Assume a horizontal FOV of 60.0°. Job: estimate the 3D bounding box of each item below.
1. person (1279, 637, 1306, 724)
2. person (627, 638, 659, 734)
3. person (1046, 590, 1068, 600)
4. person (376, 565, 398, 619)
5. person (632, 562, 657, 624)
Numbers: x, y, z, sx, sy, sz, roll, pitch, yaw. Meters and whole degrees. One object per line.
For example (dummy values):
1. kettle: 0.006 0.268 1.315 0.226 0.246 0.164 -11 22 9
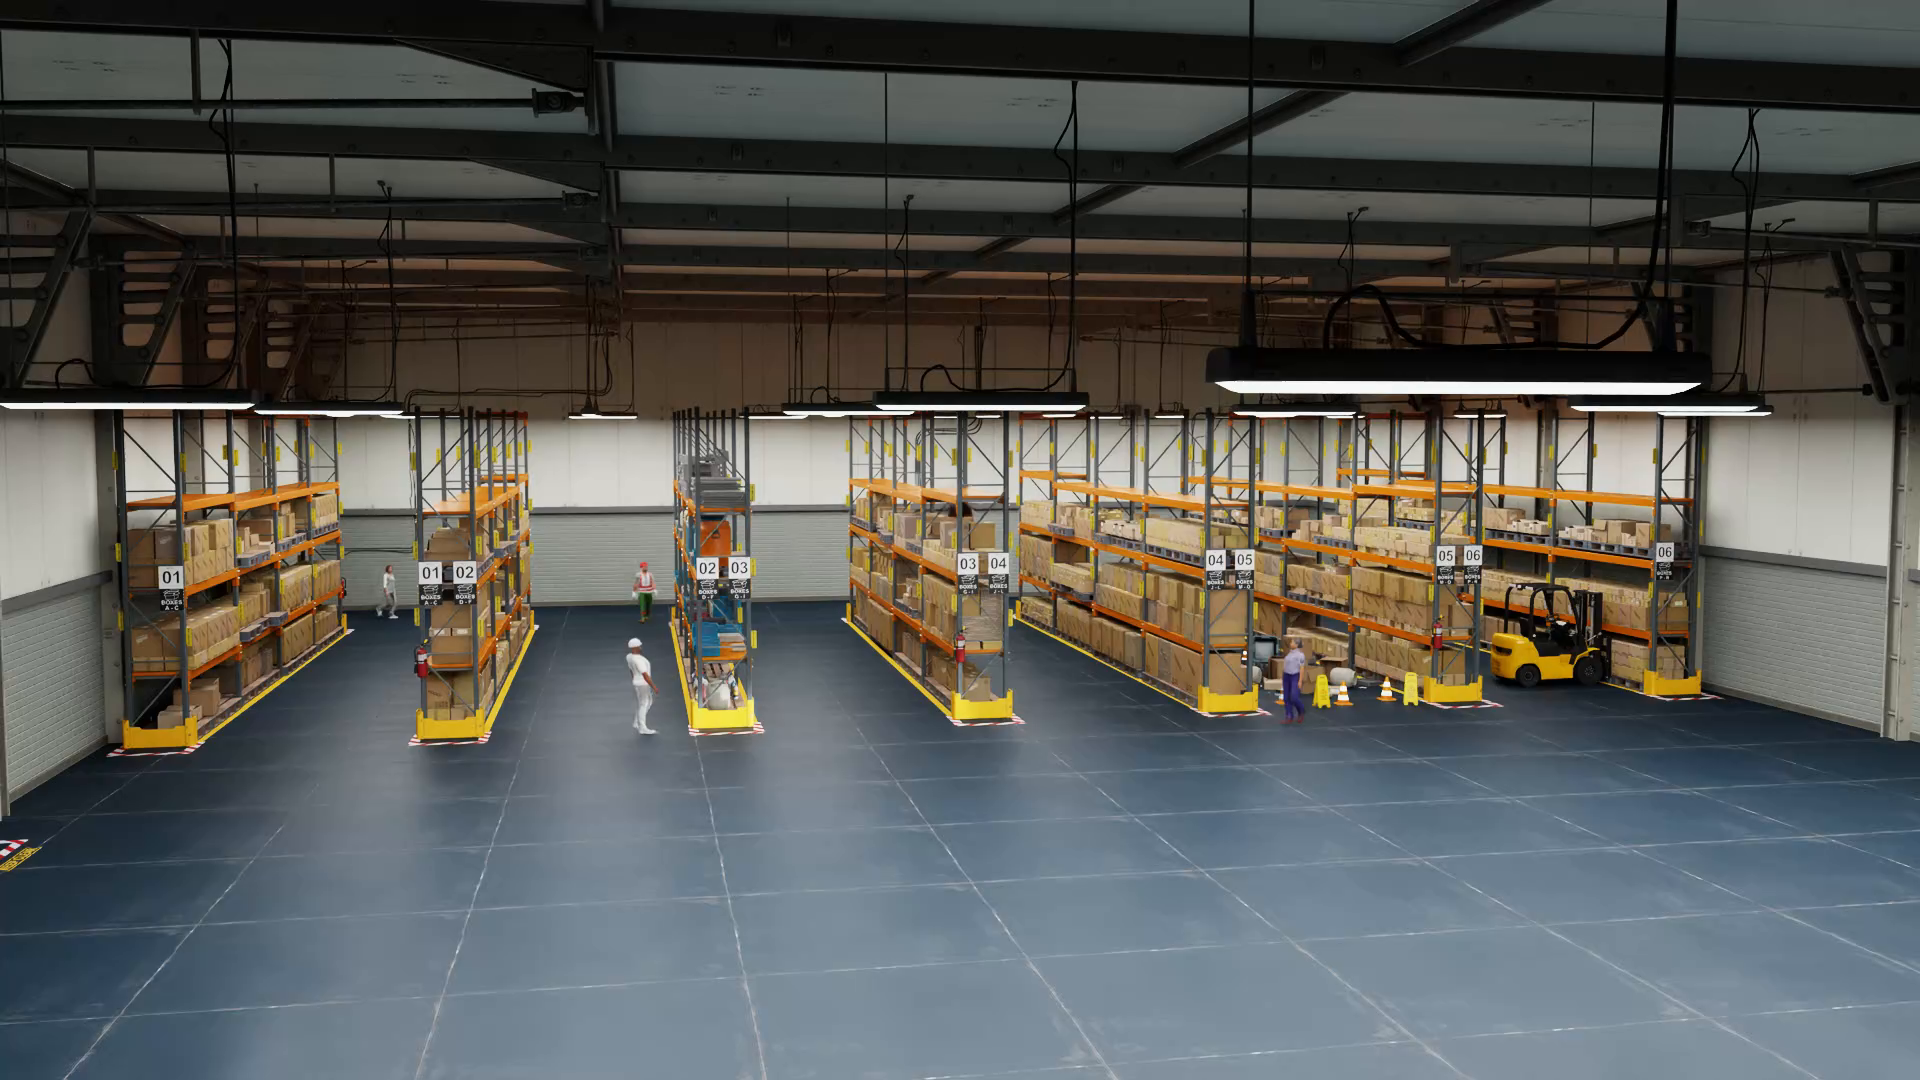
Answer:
1. person: 6.290 2.657 31.412 0.501 1.638 0.446 4 6 44
2. person: -5.830 2.694 30.586 0.586 1.798 0.684 -1 4 -9
3. person: 3.034 1.102 52.718 0.930 1.740 0.581 -1 4 -13
4. person: -16.595 1.511 48.235 0.653 1.542 0.444 1 4 18
5. person: -8.953 1.494 47.191 0.690 1.738 1.092 -1 4 -17
